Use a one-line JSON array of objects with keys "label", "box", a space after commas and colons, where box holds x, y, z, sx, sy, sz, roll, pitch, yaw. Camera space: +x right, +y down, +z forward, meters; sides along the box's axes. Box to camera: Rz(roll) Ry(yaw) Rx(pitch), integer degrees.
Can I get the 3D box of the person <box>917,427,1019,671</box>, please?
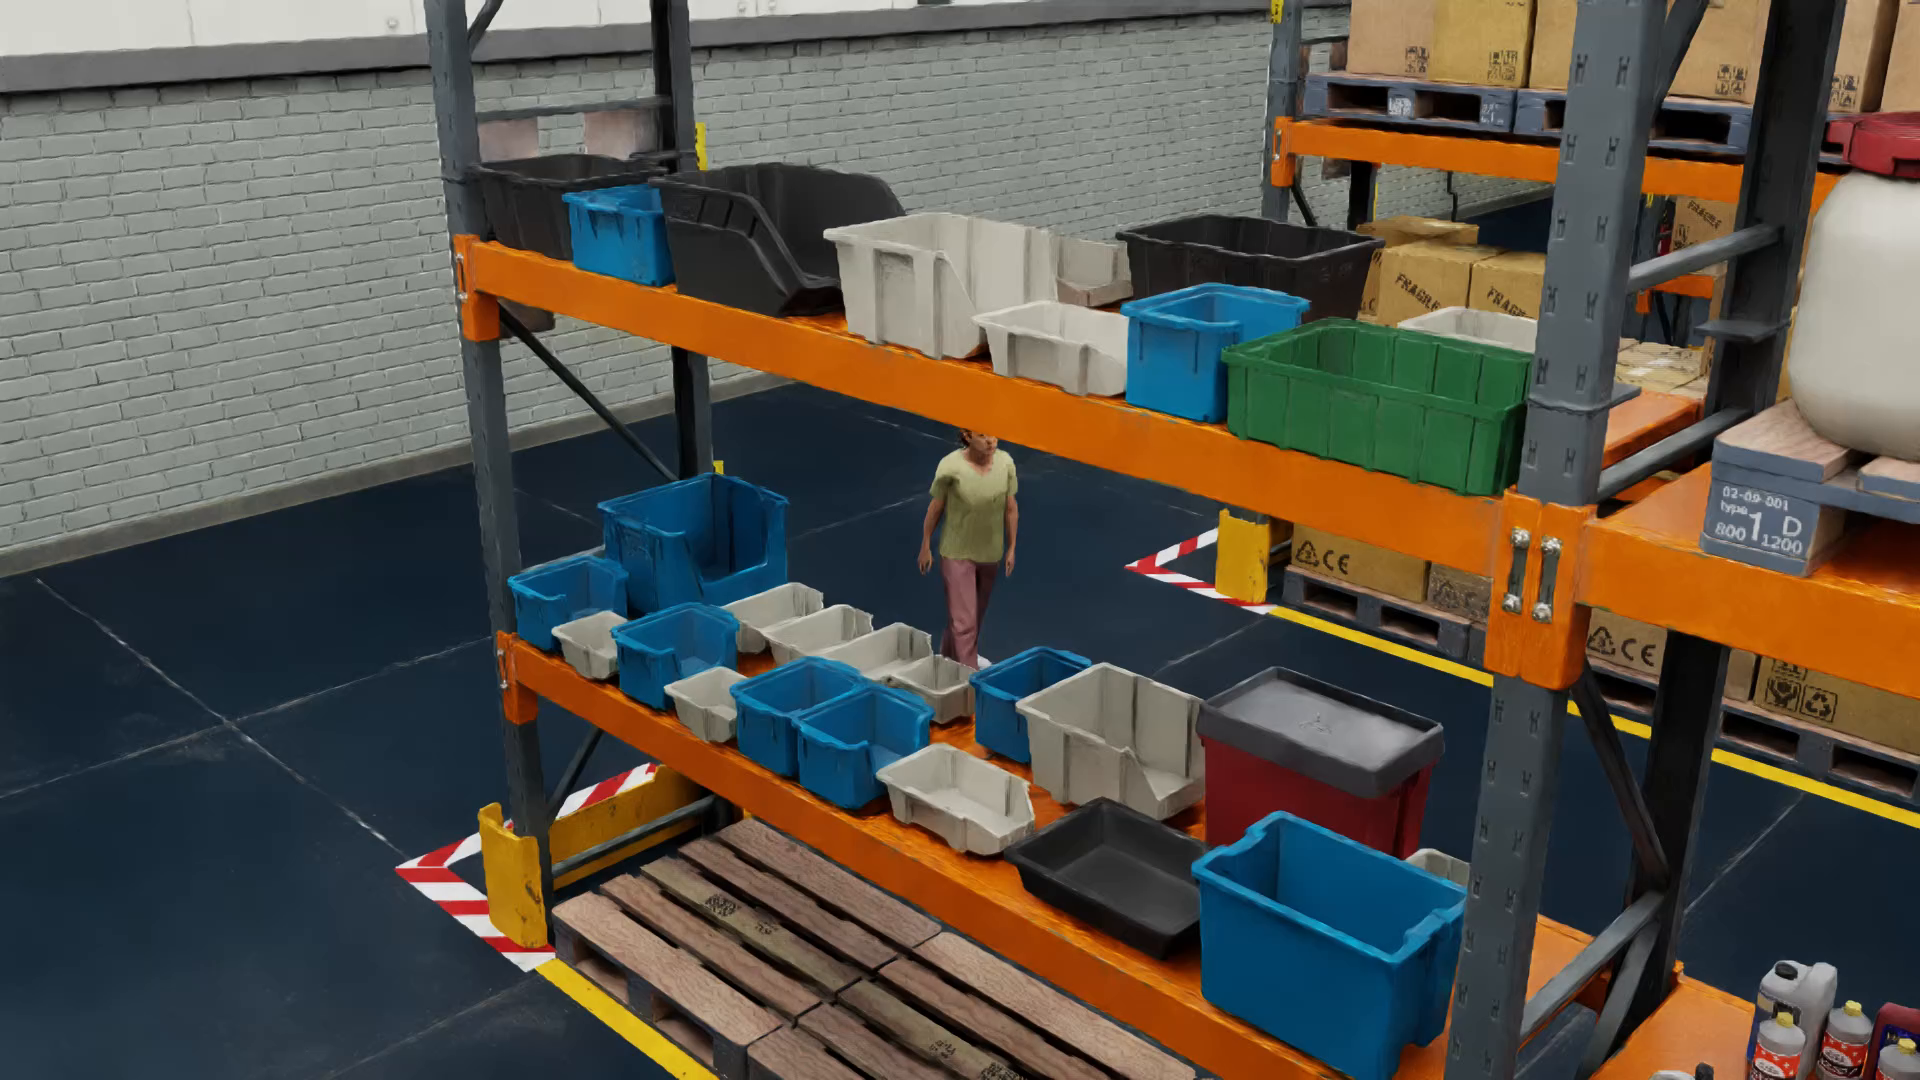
[{"label": "person", "box": [0.080, 0.078, 8.425, 0.487, 1.623, 0.947, -9, 23, -23]}]
